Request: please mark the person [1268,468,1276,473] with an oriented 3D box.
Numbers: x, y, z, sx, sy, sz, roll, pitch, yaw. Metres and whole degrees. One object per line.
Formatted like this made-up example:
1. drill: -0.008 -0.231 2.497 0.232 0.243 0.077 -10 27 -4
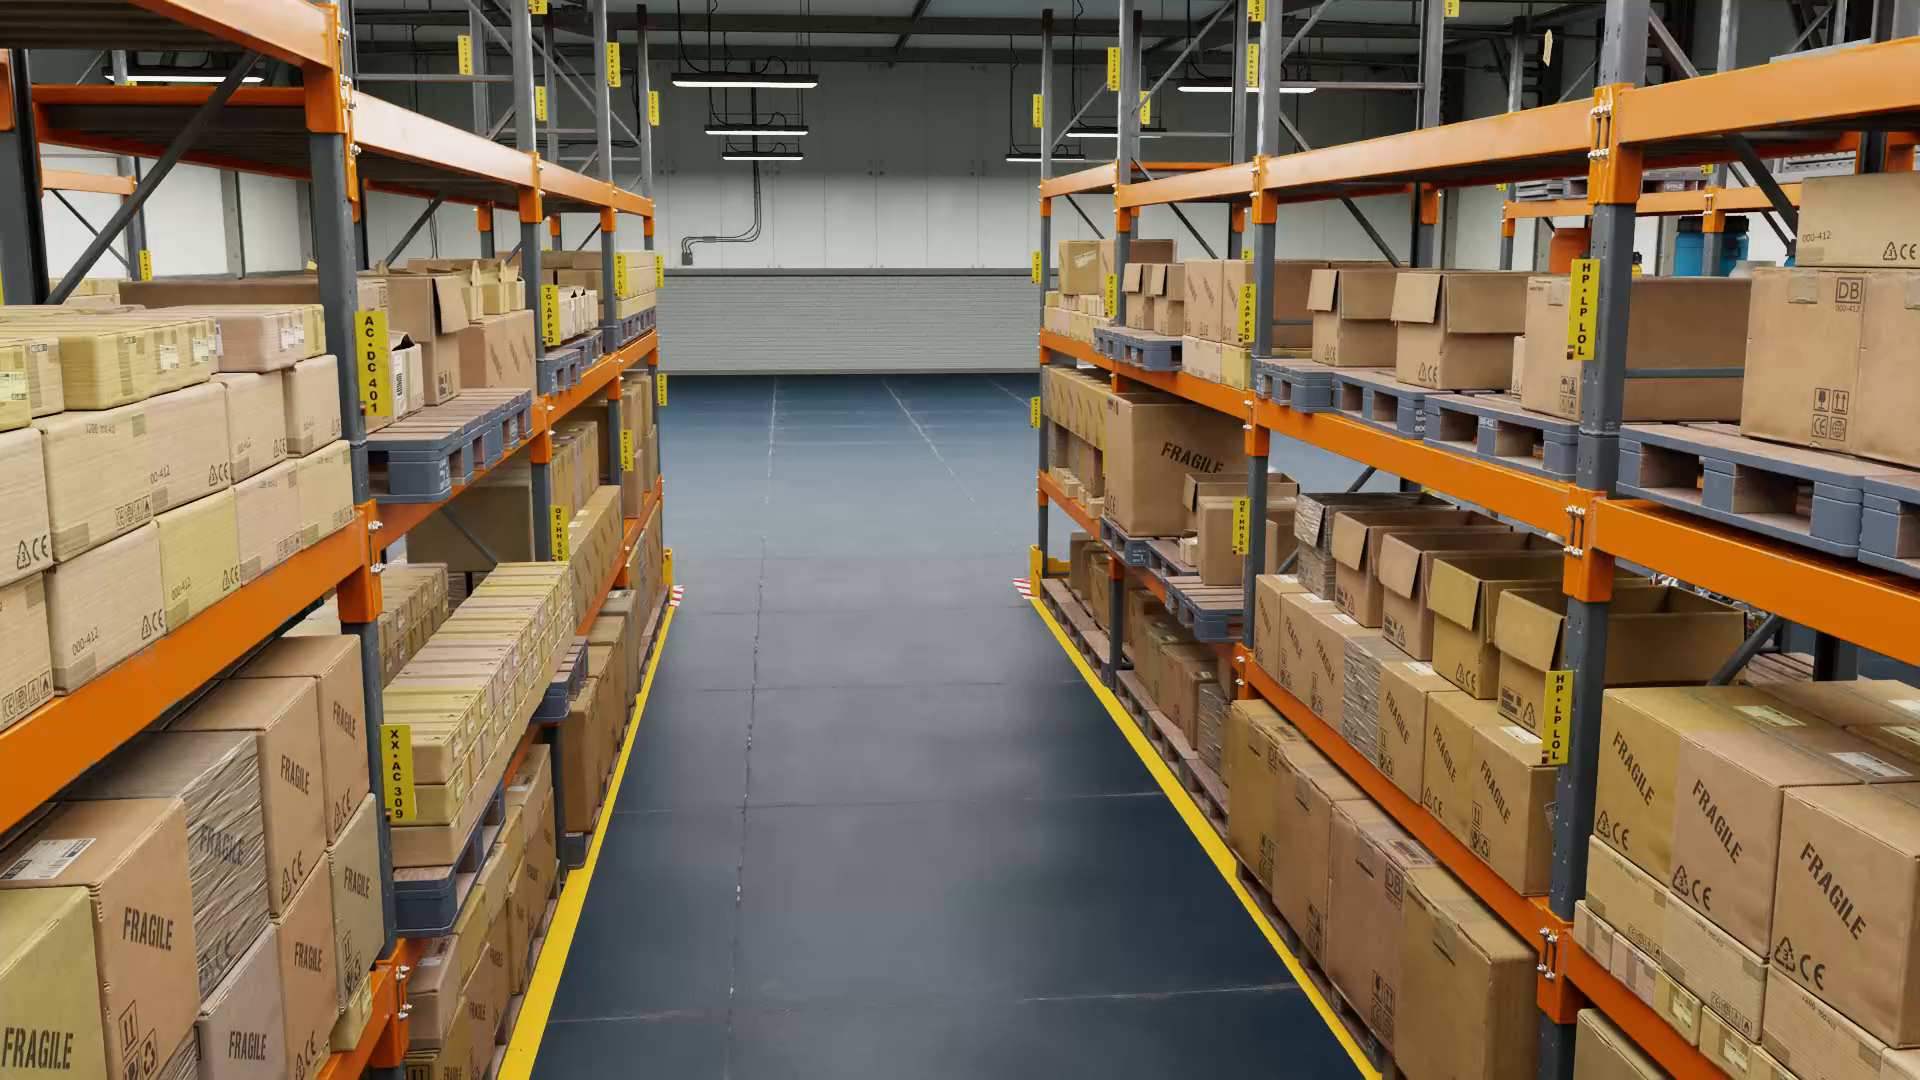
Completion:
1. person: 2.878 -0.114 16.401 0.605 1.771 0.446 4 10 19
